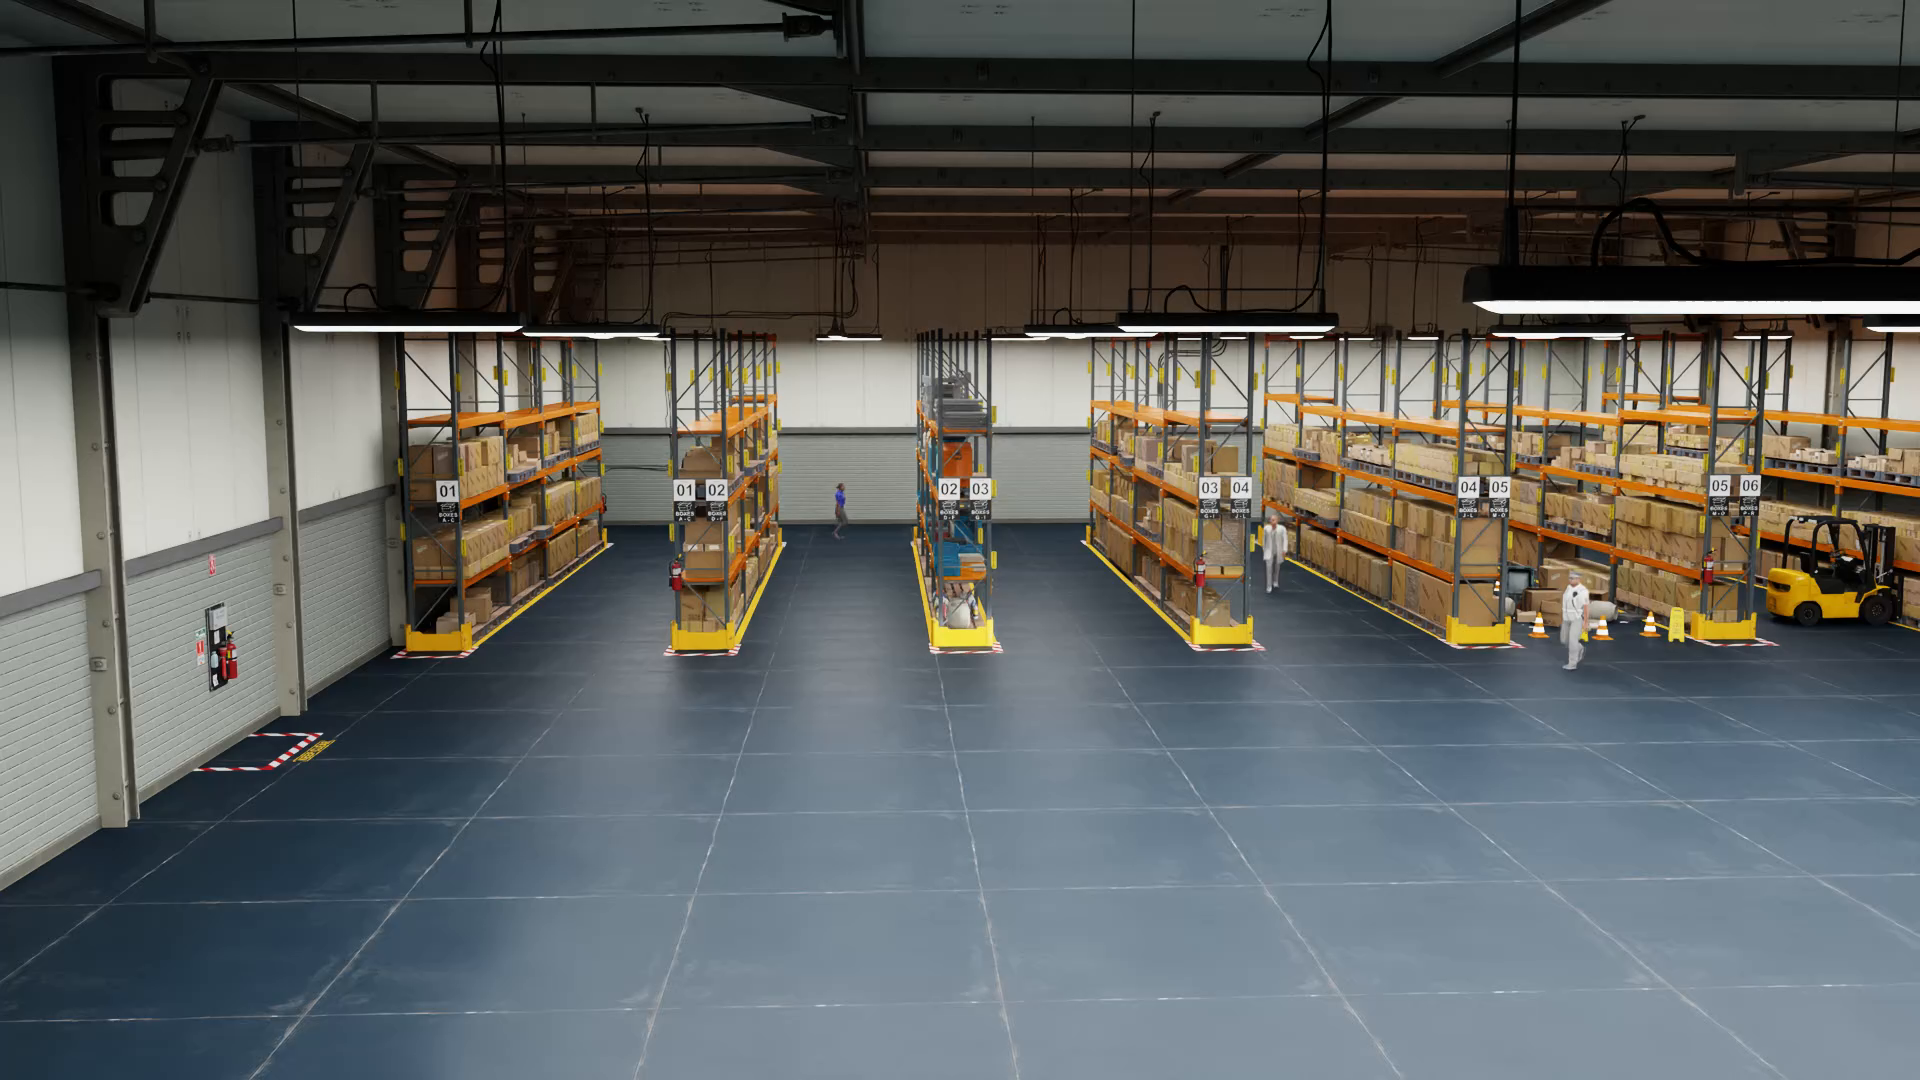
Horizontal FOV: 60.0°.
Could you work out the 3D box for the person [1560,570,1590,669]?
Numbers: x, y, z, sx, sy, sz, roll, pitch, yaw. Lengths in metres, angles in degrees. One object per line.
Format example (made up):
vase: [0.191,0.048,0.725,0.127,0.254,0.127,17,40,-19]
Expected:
person: [10.904,1.384,29.362,0.791,1.738,0.533,-5,8,-34]

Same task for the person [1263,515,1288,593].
person: [7.335,0.286,38.700,0.552,1.761,1.038,1,7,6]

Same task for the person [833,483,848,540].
person: [-3.513,-0.851,48.699,0.427,1.659,0.461,-1,7,-7]
